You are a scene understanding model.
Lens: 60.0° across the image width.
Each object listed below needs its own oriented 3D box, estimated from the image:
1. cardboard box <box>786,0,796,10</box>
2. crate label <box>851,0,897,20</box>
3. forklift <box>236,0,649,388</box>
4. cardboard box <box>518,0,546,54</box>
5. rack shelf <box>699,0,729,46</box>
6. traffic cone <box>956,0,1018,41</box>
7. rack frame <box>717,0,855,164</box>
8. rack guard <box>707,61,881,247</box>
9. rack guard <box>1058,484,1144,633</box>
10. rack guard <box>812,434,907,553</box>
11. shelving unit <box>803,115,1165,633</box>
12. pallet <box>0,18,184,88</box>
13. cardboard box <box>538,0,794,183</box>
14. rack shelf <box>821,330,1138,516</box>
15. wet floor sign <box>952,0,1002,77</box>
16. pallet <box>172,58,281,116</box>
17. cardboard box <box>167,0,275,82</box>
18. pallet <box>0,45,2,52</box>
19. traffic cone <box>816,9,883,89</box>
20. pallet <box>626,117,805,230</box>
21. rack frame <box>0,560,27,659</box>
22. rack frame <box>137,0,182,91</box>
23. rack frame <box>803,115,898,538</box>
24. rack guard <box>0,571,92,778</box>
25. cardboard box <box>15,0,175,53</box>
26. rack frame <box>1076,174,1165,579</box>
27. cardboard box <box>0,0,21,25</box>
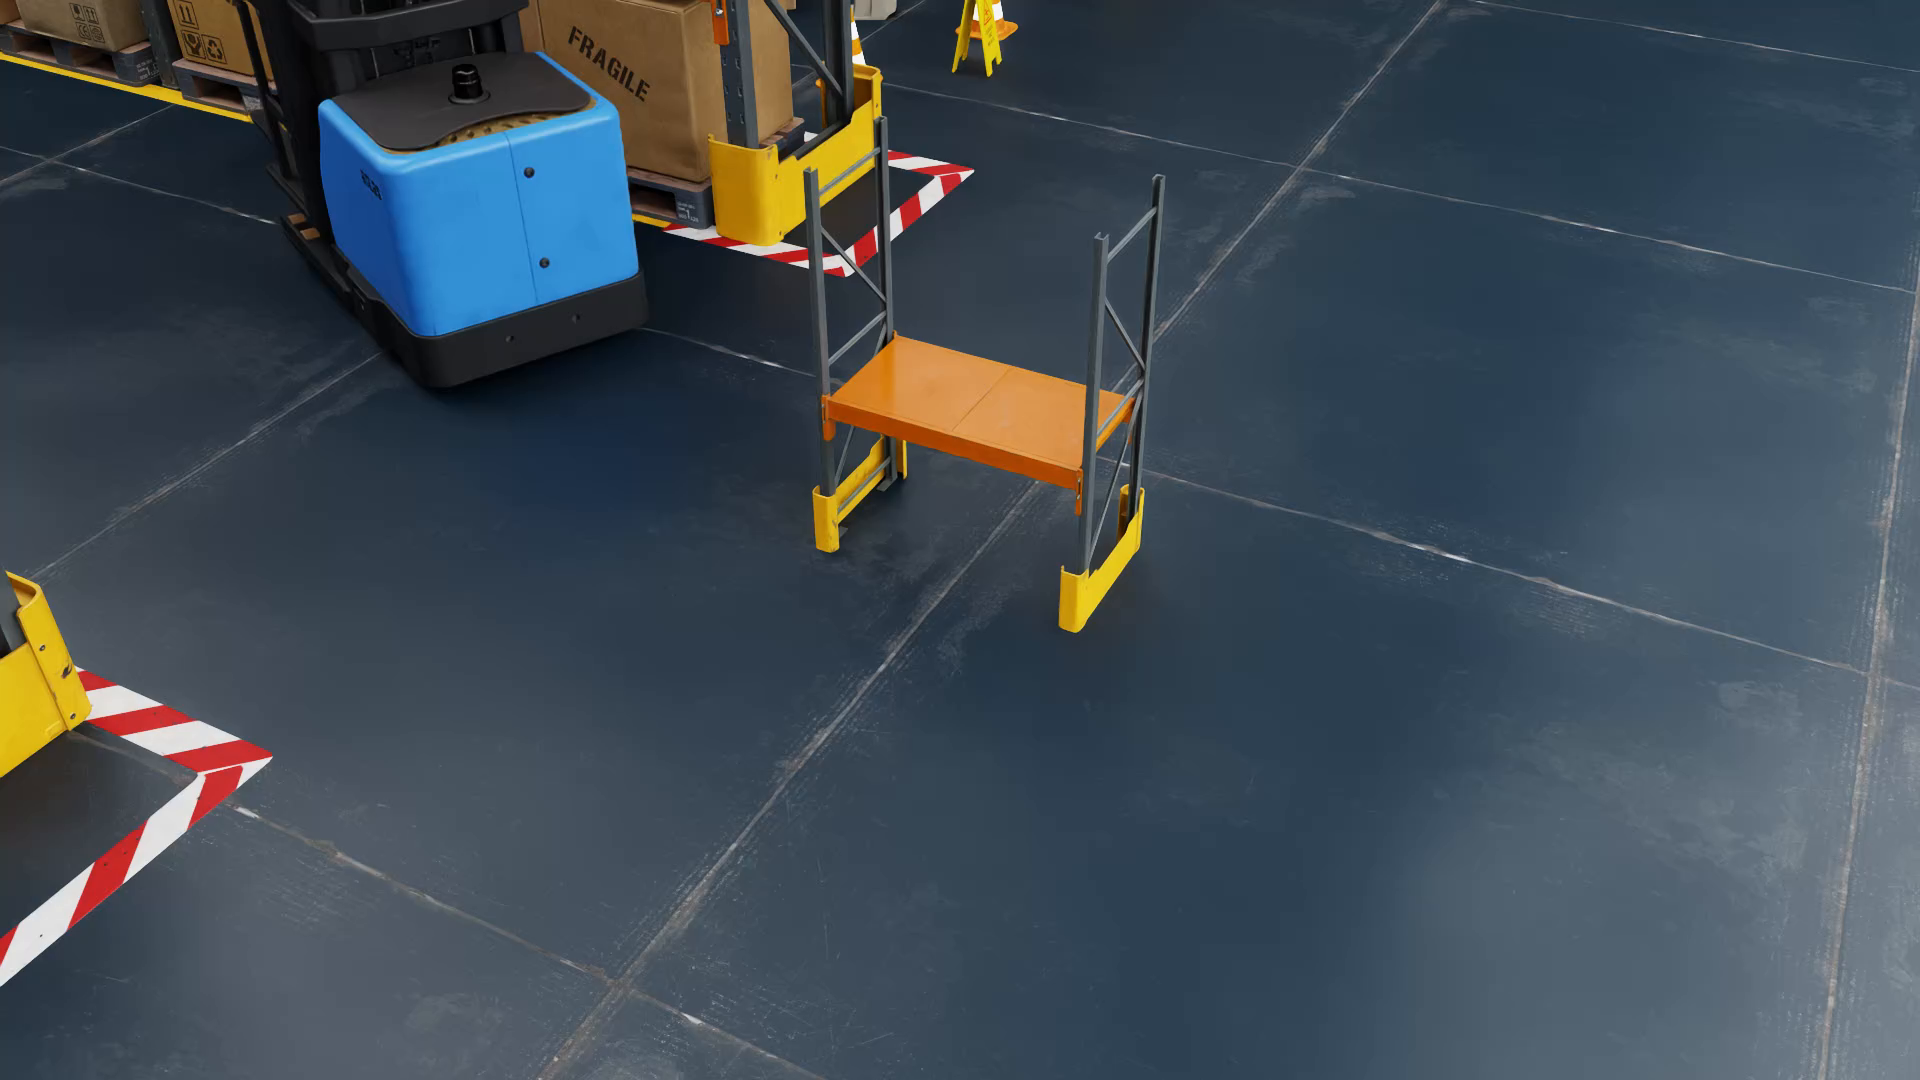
[{"bbox_3d":[-1.372,-3.807,10.849,0.637,0.503,0.797,-8,38,-10],"label":"cardboard box"},{"bbox_3d":[-0.558,-3.453,10.686,0.298,0.136,0.250,-2,37,-2],"label":"crate label"},{"bbox_3d":[-2.652,-2.652,7.320,1.130,2.935,3.031,-23,43,-27],"label":"forklift"},{"bbox_3d":[-2.249,-2.704,8.741,0.875,0.875,0.875,17,40,21],"label":"cardboard box"},{"bbox_3d":[-2.610,-3.256,8.653,4.000,0.370,1.077,17,41,21],"label":"rack shelf"},{"bbox_3d":[0.169,-3.398,10.344,0.334,0.463,0.336,17,41,21],"label":"traffic cone"},{"bbox_3d":[-0.834,-2.986,7.703,0.127,3.000,1.000,17,41,21],"label":"rack frame"},{"bbox_3d":[-0.813,-1.984,8.450,0.348,0.500,1.175,17,41,21],"label":"rack guard"},{"bbox_3d":[0.510,0.060,5.964,0.087,0.250,0.587,17,41,21],"label":"rack guard"},{"bbox_3d":[-0.375,-0.217,6.329,0.087,0.250,0.587,17,41,21],"label":"rack guard"},{"bbox_3d":[0.068,-0.576,5.769,1.083,1.500,0.587,17,41,21],"label":"shelving unit"},{"bbox_3d":[-5.106,-3.162,10.241,1.213,0.211,1.003,17,41,21],"label":"pallet"},{"bbox_3d":[-1.467,-2.460,8.420,0.875,0.875,0.875,18,41,22],"label":"cardboard box"},{"bbox_3d":[0.076,-0.430,5.874,1.000,0.185,0.538,17,41,21],"label":"rack shelf"},{"bbox_3d":[0.102,-3.103,9.805,0.232,0.644,0.267,11,38,14],"label":"wet floor sign"},{"bbox_3d":[-3.747,-2.734,9.677,1.213,0.211,1.003,17,41,21],"label":"pallet"},{"bbox_3d":[-3.860,-3.207,9.404,0.875,0.875,0.875,18,41,22],"label":"cardboard box"},{"bbox_3d":[-6.194,-3.500,10.687,1.213,0.211,1.003,17,41,21],"label":"pallet"},{"bbox_3d":[-0.653,-2.886,9.669,0.334,0.463,0.336,17,41,21],"label":"traffic cone"},{"bbox_3d":[-1.580,-2.056,8.784,1.213,0.211,1.003,17,41,21],"label":"pallet"},{"bbox_3d":[-3.205,-0.351,4.232,0.127,3.000,1.000,17,41,21],"label":"rack frame"},{"bbox_3d":[-4.386,-4.098,9.168,0.127,3.000,1.000,17,41,21],"label":"rack frame"},{"bbox_3d":[-0.376,-0.715,5.952,0.032,1.500,0.500,17,41,21],"label":"rack frame"},{"bbox_3d":[-3.273,0.623,5.015,0.348,0.500,1.175,17,41,21],"label":"rack guard"},{"bbox_3d":[-4.979,-3.494,9.885,0.750,0.750,1.050,17,40,21],"label":"cardboard box"},{"bbox_3d":[0.527,-0.432,5.579,0.032,1.500,0.500,17,41,21],"label":"rack frame"},{"bbox_3d":[-5.834,-3.764,10.241,0.750,0.750,1.050,17,41,21],"label":"cardboard box"}]
